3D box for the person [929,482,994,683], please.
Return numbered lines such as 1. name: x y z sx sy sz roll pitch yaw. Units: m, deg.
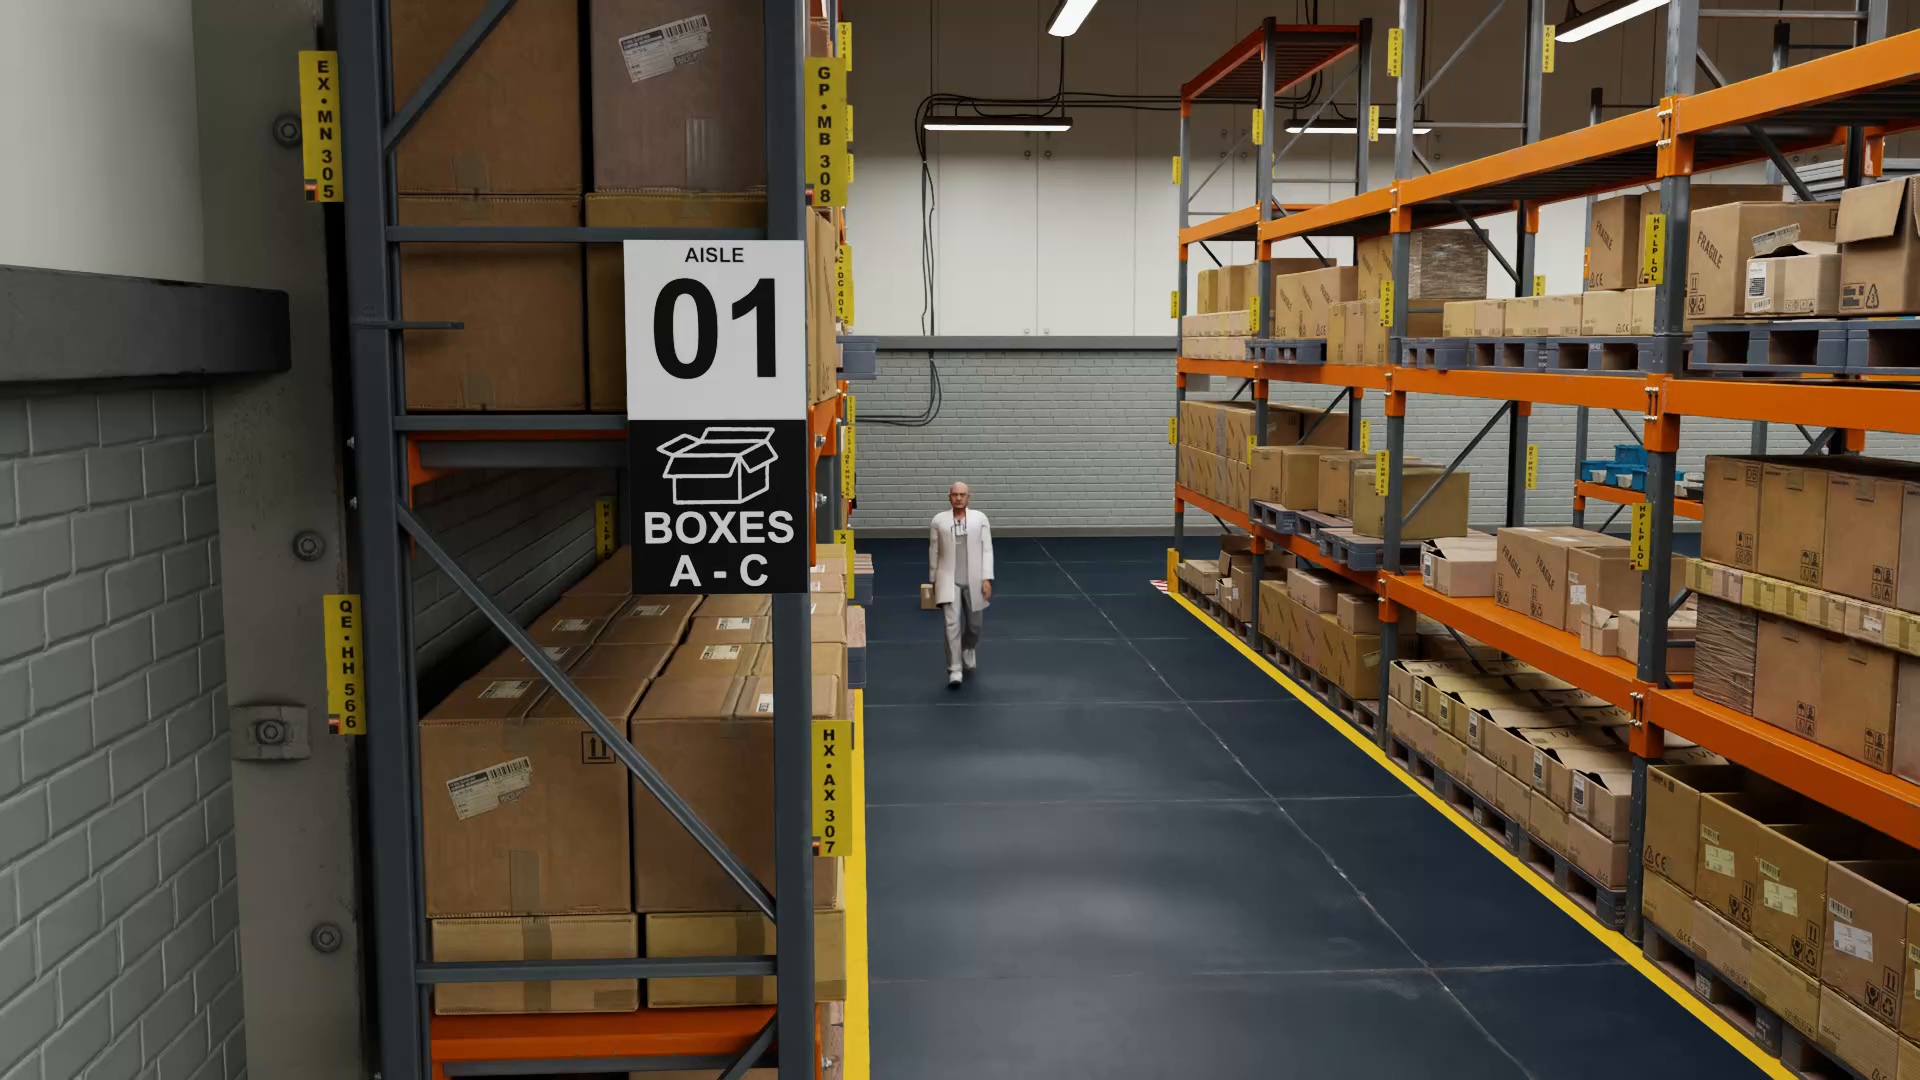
1. person: 0.011 0.357 14.727 0.570 1.749 0.993 0 7 -4
